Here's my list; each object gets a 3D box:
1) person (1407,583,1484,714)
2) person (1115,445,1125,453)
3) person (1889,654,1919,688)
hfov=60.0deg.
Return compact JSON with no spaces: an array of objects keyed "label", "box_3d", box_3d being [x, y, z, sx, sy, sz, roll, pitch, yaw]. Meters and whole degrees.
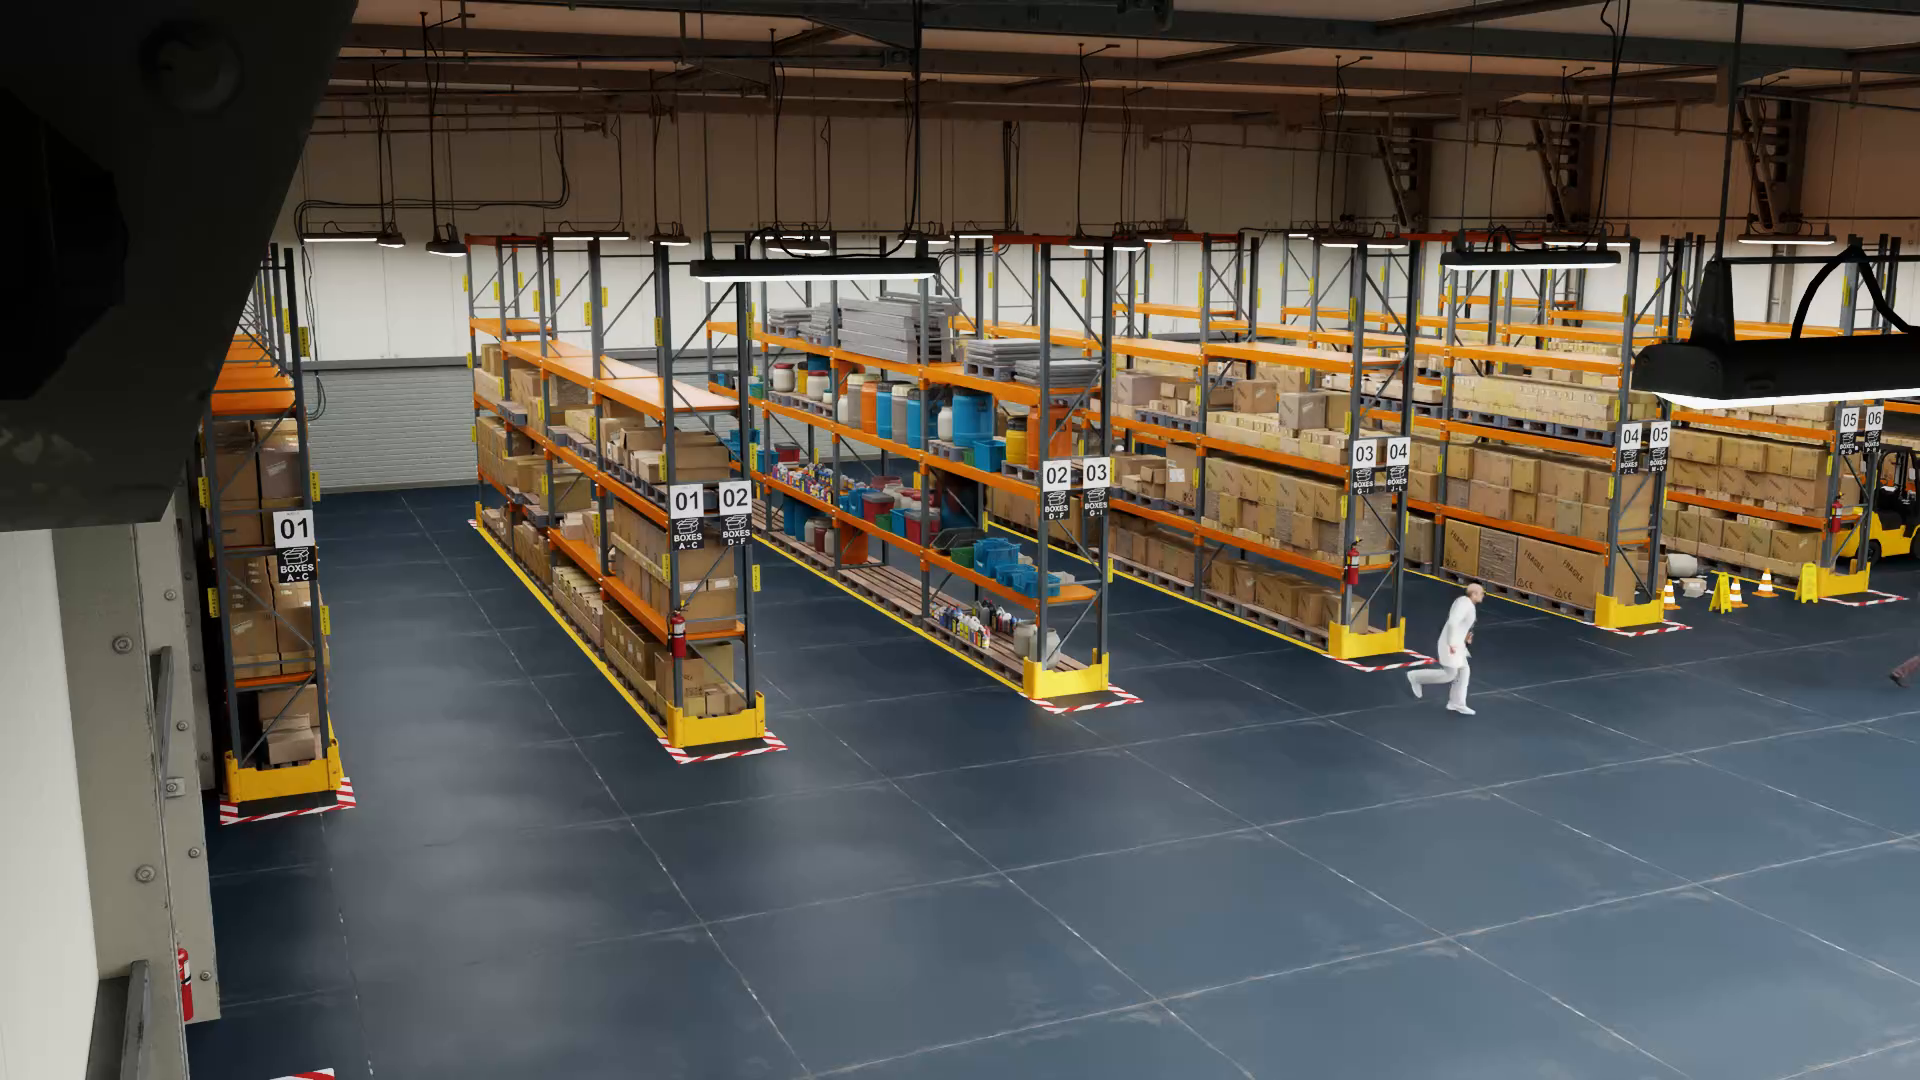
[{"label":"person","box_3d":[6.295,1.390,21.596,0.909,1.730,0.714,2,11,12]},{"label":"person","box_3d":[3.169,-1.154,34.691,0.655,1.717,0.842,-7,13,-33]},{"label":"person","box_3d":[13.086,1.290,22.316,0.994,1.682,0.701,5,12,24]}]
